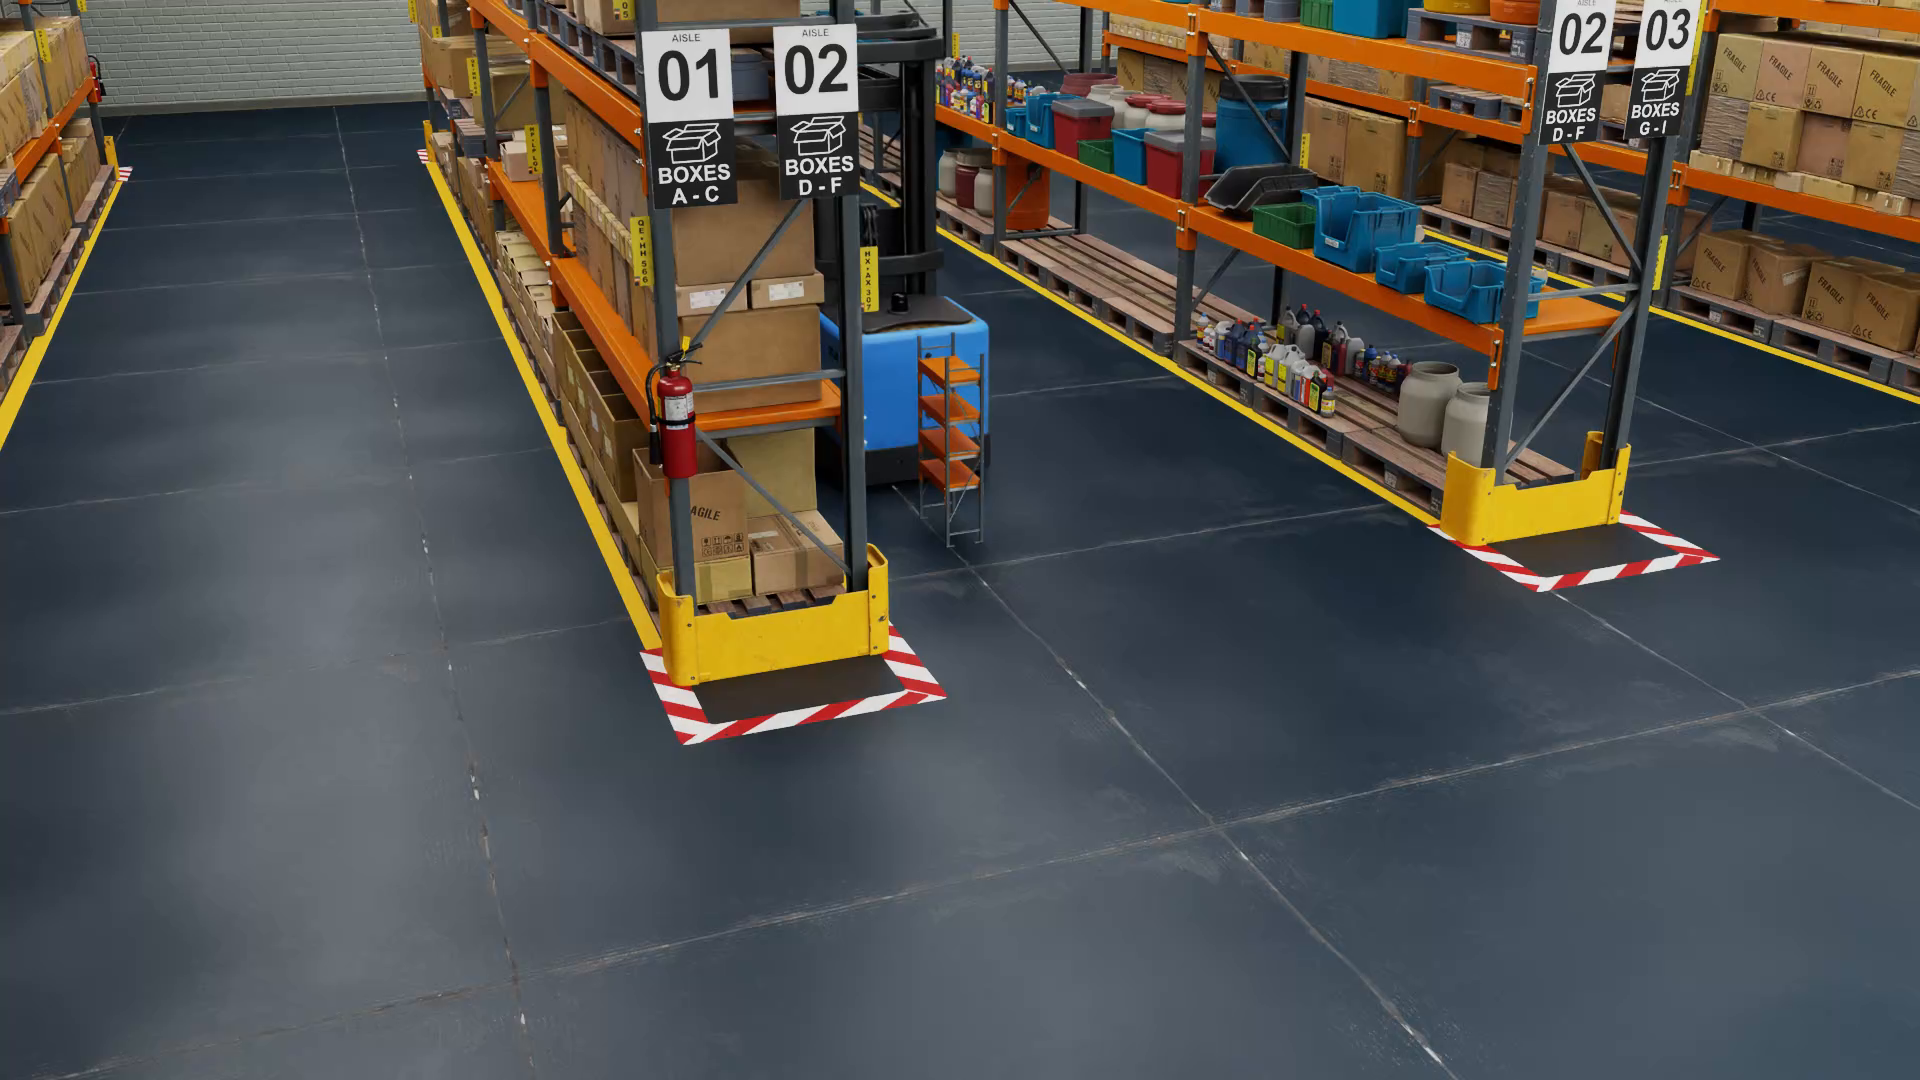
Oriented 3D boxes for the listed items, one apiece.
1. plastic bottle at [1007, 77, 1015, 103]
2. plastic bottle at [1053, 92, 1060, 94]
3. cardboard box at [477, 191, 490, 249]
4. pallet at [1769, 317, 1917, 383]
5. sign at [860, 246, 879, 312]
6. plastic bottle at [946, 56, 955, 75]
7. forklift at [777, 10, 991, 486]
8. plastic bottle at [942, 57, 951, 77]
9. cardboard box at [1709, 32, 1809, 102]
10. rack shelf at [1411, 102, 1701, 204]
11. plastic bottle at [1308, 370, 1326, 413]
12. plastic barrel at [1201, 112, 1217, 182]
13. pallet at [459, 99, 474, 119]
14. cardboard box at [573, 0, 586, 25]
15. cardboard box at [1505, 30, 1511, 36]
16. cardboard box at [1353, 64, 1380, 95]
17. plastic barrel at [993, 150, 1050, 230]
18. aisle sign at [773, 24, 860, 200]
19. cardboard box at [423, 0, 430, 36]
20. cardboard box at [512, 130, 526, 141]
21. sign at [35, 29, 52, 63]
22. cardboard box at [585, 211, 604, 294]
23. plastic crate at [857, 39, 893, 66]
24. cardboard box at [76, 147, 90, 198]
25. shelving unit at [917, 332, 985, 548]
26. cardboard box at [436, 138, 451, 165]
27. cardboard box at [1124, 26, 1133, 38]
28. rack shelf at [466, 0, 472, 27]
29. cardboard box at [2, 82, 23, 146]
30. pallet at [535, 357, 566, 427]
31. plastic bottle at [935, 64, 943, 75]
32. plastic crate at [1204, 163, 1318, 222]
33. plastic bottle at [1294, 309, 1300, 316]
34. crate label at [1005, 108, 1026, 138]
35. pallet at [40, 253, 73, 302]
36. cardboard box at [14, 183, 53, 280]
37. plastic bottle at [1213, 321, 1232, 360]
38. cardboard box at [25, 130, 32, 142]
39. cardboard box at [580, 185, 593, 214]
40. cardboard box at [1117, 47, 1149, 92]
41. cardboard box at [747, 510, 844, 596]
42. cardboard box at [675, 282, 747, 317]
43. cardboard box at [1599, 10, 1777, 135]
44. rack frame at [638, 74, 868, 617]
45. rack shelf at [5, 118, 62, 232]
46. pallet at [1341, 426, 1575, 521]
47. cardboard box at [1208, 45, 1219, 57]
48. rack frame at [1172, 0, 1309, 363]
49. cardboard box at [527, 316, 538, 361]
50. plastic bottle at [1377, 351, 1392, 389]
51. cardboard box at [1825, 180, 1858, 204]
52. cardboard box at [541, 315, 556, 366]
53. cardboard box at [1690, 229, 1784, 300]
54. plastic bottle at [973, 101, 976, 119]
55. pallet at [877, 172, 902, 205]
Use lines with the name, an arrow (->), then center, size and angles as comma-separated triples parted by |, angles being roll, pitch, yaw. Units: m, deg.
plastic bottle -> 0.561, -4.973, 18.352 | 0.097, 0.271, 0.097 | 0, 23, 0
plastic bottle -> 0.984, -4.509, 17.247 | 0.152, 0.276, 0.135 | -8, 24, -19
cardboard box -> -4.533, -3.233, 16.711 | 0.500, 0.500, 0.500 | -9, 25, -21
pallet -> 7.586, -1.623, 13.829 | 1.003, 0.211, 1.213 | -8, 24, -19
sign -> -0.453, -1.289, 8.230 | 0.100, 0.325, 0.005 | -8, 24, -19
plastic bottle -> -0.082, -5.487, 19.469 | 0.144, 0.351, 0.185 | -8, 24, -19
forklift -> -0.803, -2.241, 11.793 | 1.130, 2.935, 3.031 | -9, 24, -20
plastic bottle -> -0.137, -5.662, 19.982 | 0.152, 0.276, 0.135 | -8, 24, -19
cardboard box -> 6.802, -4.037, 14.166 | 0.500, 0.500, 0.500 | -8, 24, -19
rack shelf -> 6.175, -3.986, 16.772 | 1.077, 0.370, 4.000 | -8, 24, -19
plastic bottle -> 2.544, -1.056, 11.825 | 0.061, 0.283, 0.133 | -8, 24, -18
plastic barrel -> 2.115, -3.352, 14.166 | 0.433, 0.535, 0.433 | 0, 23, 0
pallet -> -4.492, -4.304, 16.847 | 1.003, 0.211, 1.213 | -8, 24, -19
cardboard box -> -1.824, -2.963, 8.951 | 0.500, 0.311, 0.500 | -5, 23, -13
cardboard box -> 8.153, -7.385, 24.232 | 0.380, 0.149, 0.250 | -9, 24, -20
cardboard box -> 4.891, -5.418, 19.114 | 0.500, 0.500, 0.500 | -9, 24, -19
plastic barrel -> 0.646, -3.734, 17.500 | 0.600, 0.830, 0.708 | -8, 24, -19
aisle sign -> -0.665, -1.996, 7.776 | 0.394, 0.787, 0.004 | -8, 24, -19
cardboard box -> -6.173, -6.347, 20.031 | 0.500, 0.500, 0.500 | -9, 24, -19
cardboard box -> -3.713, -3.507, 14.824 | 0.500, 0.311, 0.500 | -7, 24, -16
sign -> -9.342, -5.034, 16.943 | 0.100, 0.325, 0.005 | -8, 24, -19
cardboard box -> -2.033, -1.928, 10.834 | 0.700, 0.500, 0.500 | -9, 24, -20
plastic crate -> -1.062, -5.961, 20.475 | 0.392, 0.384, 0.575 | -8, 24, -19
cardboard box -> -10.369, -4.156, 18.927 | 0.700, 0.500, 0.500 | -8, 24, -18
shelving unit -> -0.058, -0.613, 10.160 | 0.258, 1.200, 0.503 | -8, 24, -19
cardboard box -> -6.347, -4.929, 21.057 | 0.500, 0.250, 0.500 | -8, 24, -19
cardboard box -> 2.642, -7.475, 24.447 | 0.380, 0.149, 0.250 | -9, 24, -20
rack shelf -> -4.507, -5.464, 16.416 | 1.077, 0.370, 4.000 | -8, 24, -19
cardboard box -> -8.716, -3.782, 14.823 | 0.500, 0.500, 0.500 | -8, 24, -19
pallet -> -2.684, -1.211, 12.851 | 1.003, 0.211, 1.213 | -8, 24, -19
plastic bottle -> -0.247, -5.604, 19.940 | 0.097, 0.201, 0.097 | 0, 23, 0
plastic crate -> 2.314, -2.675, 12.815 | 0.767, 0.338, 0.504 | -8, 24, -19
plastic bottle -> 2.726, -1.733, 13.431 | 0.061, 0.283, 0.133 | -7, 24, -16
crate label -> 0.633, -4.083, 16.291 | 0.303, 0.233, 0.416 | -8, 24, -19
pallet -> -9.069, -2.460, 15.815 | 1.003, 0.211, 1.213 | -8, 24, -19
cardboard box -> -8.874, -2.813, 15.289 | 0.750, 0.750, 0.750 | -8, 24, -19
plastic bottle -> 2.090, -1.570, 13.052 | 0.152, 0.276, 0.135 | -7, 24, -17
cardboard box -> -9.129, -3.894, 15.924 | 0.380, 0.149, 0.250 | -8, 24, -19
cardboard box -> -2.198, -2.174, 10.583 | 0.380, 0.149, 0.250 | -9, 24, -19
cardboard box -> 2.943, -6.944, 25.059 | 0.875, 0.875, 0.875 | -8, 24, -19
cardboard box -> -0.956, 0.068, 9.225 | 0.500, 0.250, 0.500 | -8, 24, -19
cardboard box -> -1.288, -1.238, 8.360 | 0.380, 0.149, 0.250 | -9, 24, -20
cardboard box -> 6.732, -4.369, 15.441 | 1.000, 1.000, 1.000 | -8, 24, -19
rack frame -> -0.975, -0.780, 8.238 | 1.000, 3.000, 0.127 | -8, 24, -19
rack shelf -> -9.140, -3.401, 15.383 | 1.077, 0.370, 4.000 | -8, 24, -19
pallet -> 3.308, -0.490, 11.141 | 1.003, 0.211, 1.213 | -8, 24, -19
cardboard box -> 3.550, -6.542, 22.232 | 0.380, 0.149, 0.250 | -8, 24, -18
rack frame -> 2.248, -2.912, 13.296 | 1.000, 3.000, 0.127 | -8, 24, -19
cardboard box -> -3.163, -1.641, 13.280 | 0.500, 0.250, 0.500 | -8, 24, -18
plastic bottle -> 3.155, -1.266, 12.338 | 0.097, 0.271, 0.097 | 0, 23, 0
cardboard box -> 7.218, -2.813, 13.385 | 0.380, 0.149, 0.250 | -8, 24, -19
cardboard box -> -2.799, -1.526, 12.286 | 0.500, 0.311, 0.500 | -8, 24, -19
cardboard box -> 6.985, -2.482, 14.954 | 0.500, 0.500, 0.500 | -9, 25, -21
plastic bottle -> 0.187, -4.490, 17.297 | 0.097, 0.201, 0.097 | 0, 23, 0
pallet -> -0.345, -4.247, 20.055 | 1.003, 0.211, 1.213 | -8, 24, -19
